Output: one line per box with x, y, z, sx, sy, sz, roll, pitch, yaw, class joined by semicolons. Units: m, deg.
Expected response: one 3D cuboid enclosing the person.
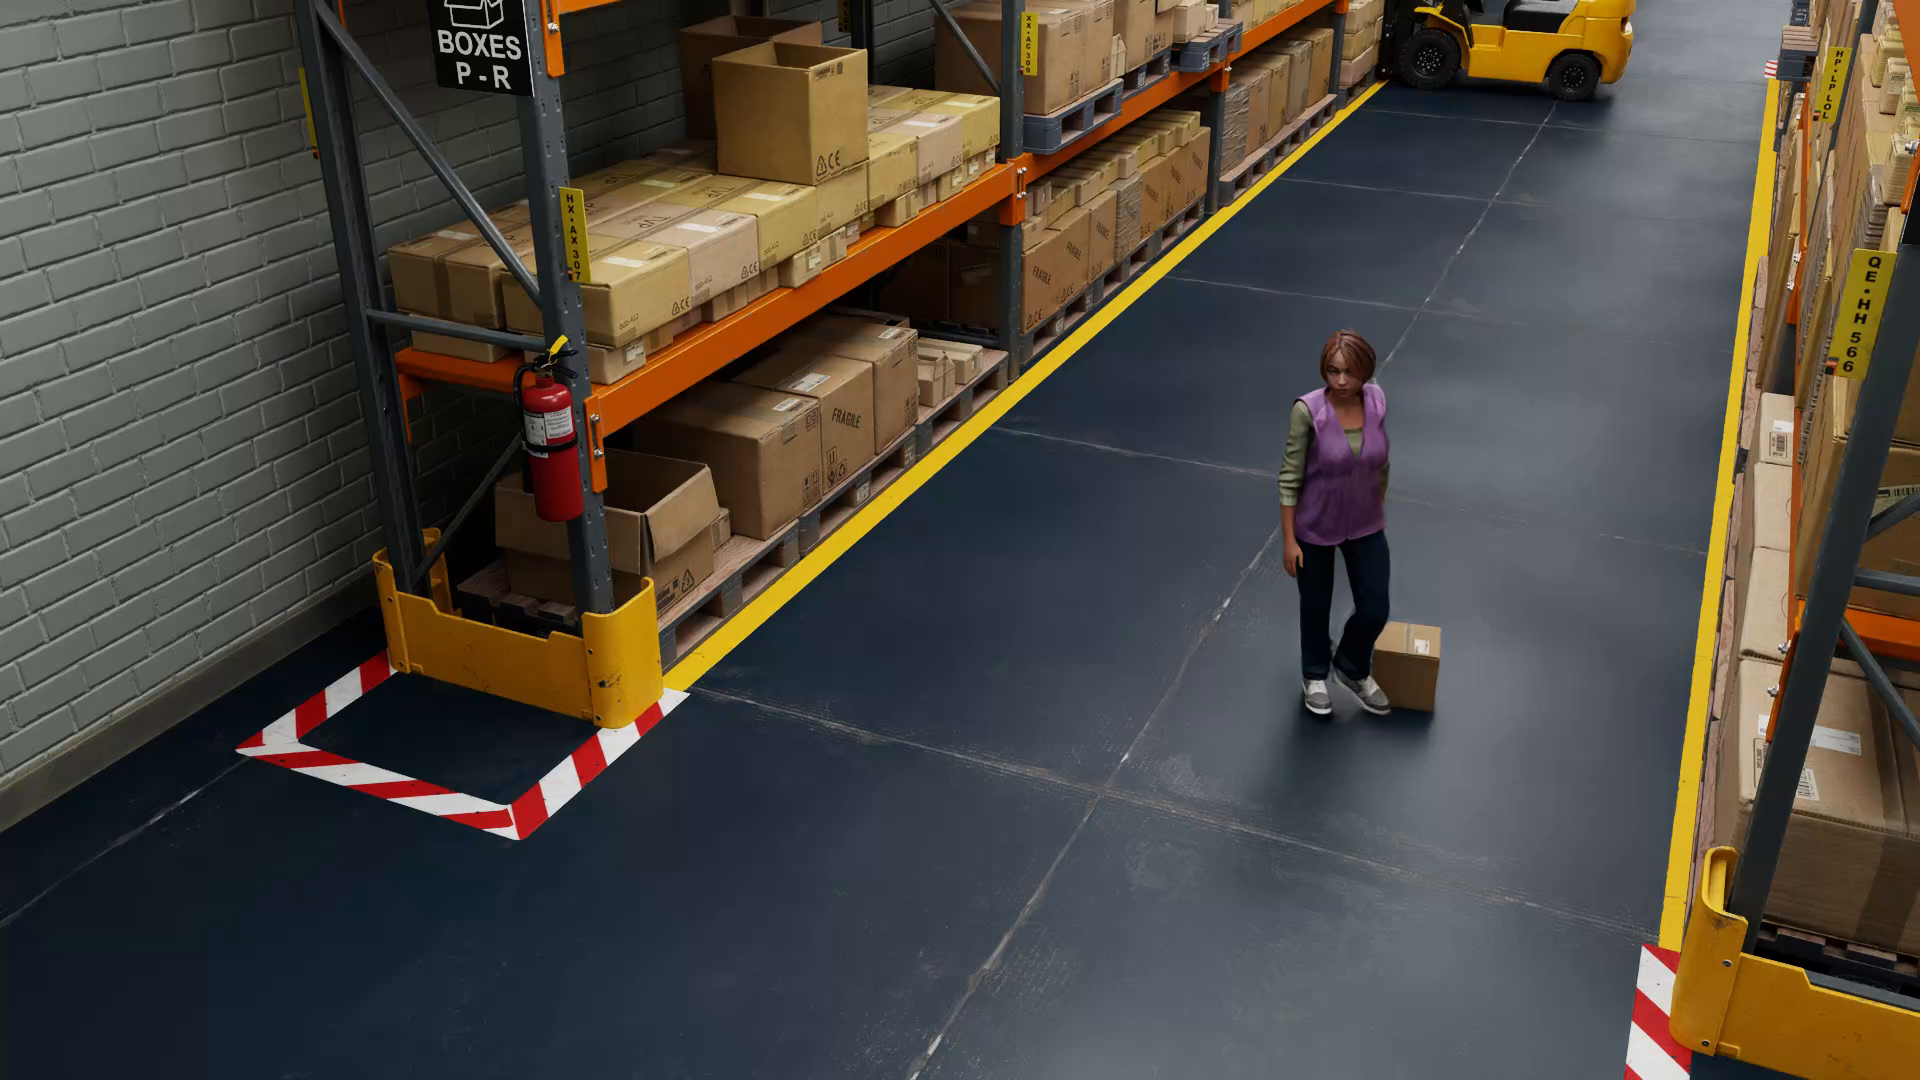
1.410;-0.044;6.176;0.522;1.585;0.439;-2;27;-4;person
